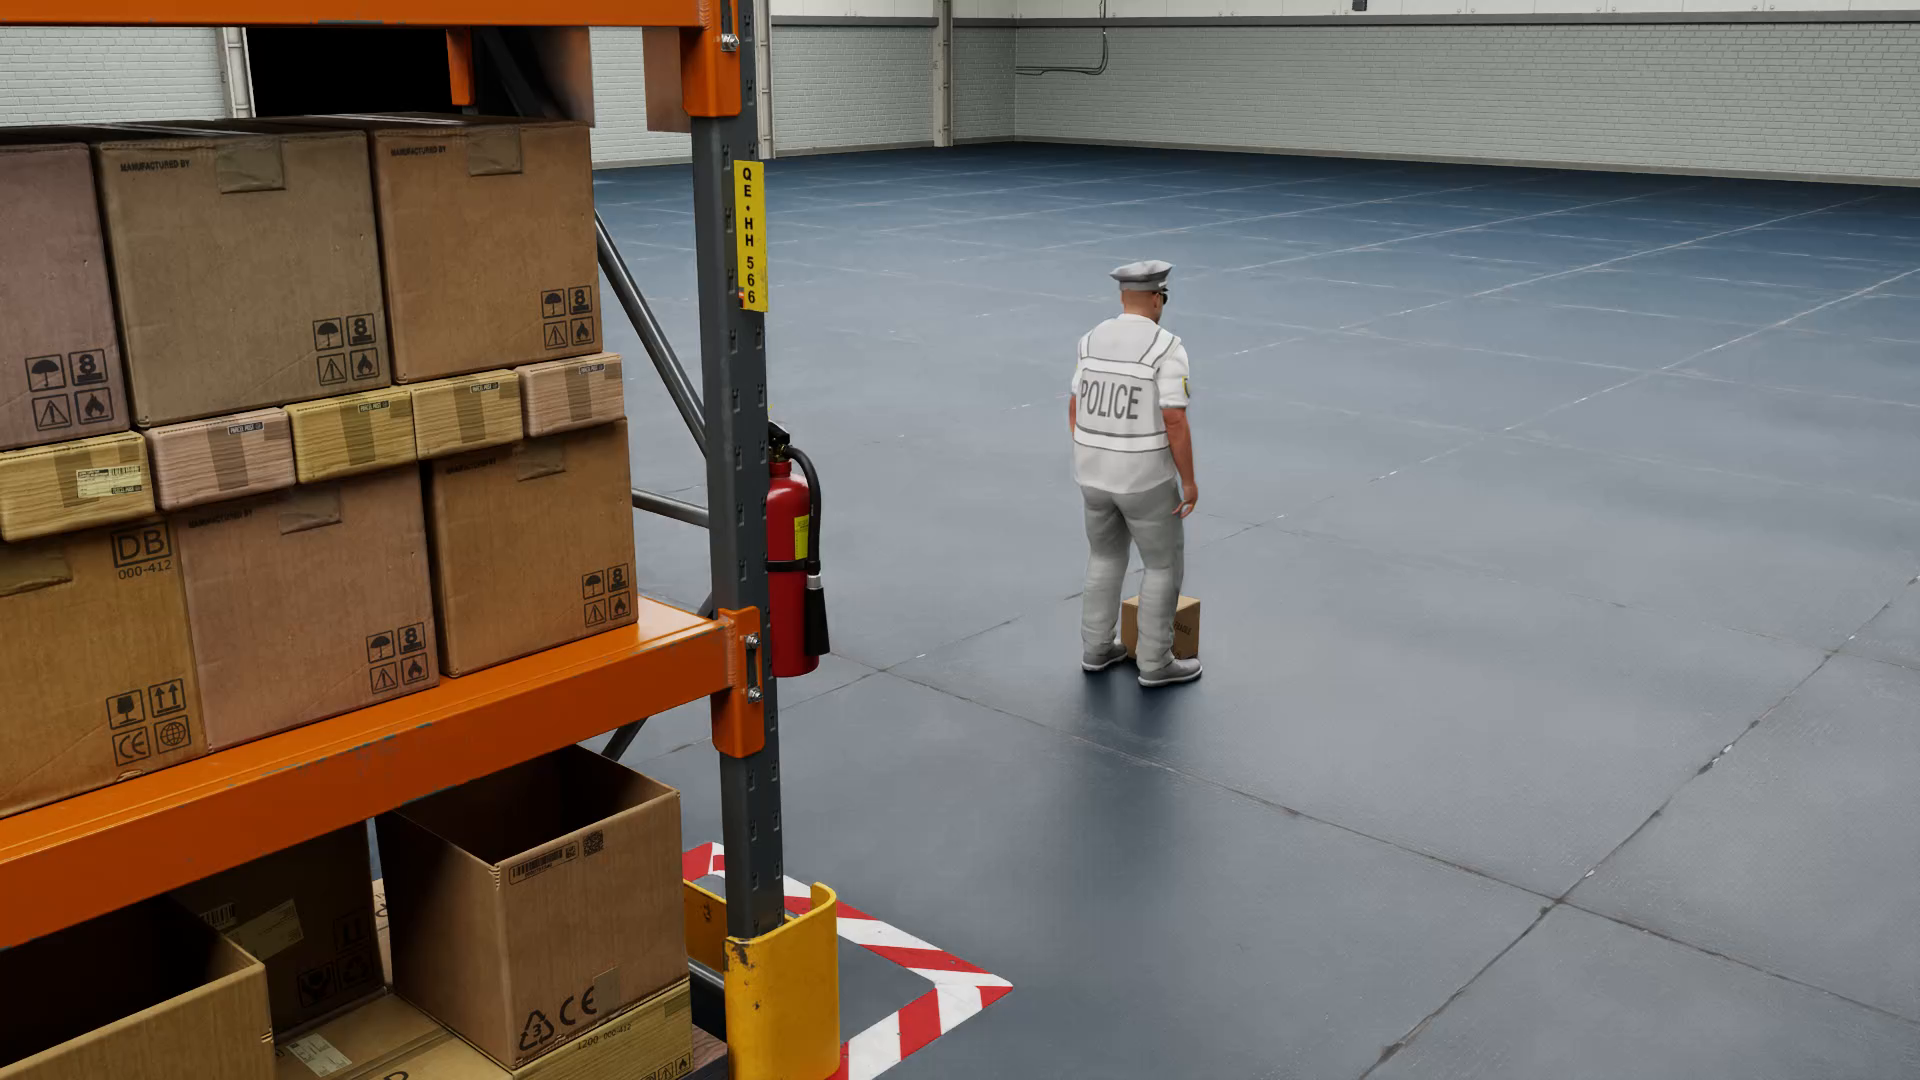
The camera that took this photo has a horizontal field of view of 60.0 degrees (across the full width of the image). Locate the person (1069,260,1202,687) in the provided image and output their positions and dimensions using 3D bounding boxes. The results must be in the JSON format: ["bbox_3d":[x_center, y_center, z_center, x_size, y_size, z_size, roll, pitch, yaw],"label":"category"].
[{"bbox_3d":[0.708,-0.268,6.915,0.585,1.747,0.432,14,21,38],"label":"person"}]
